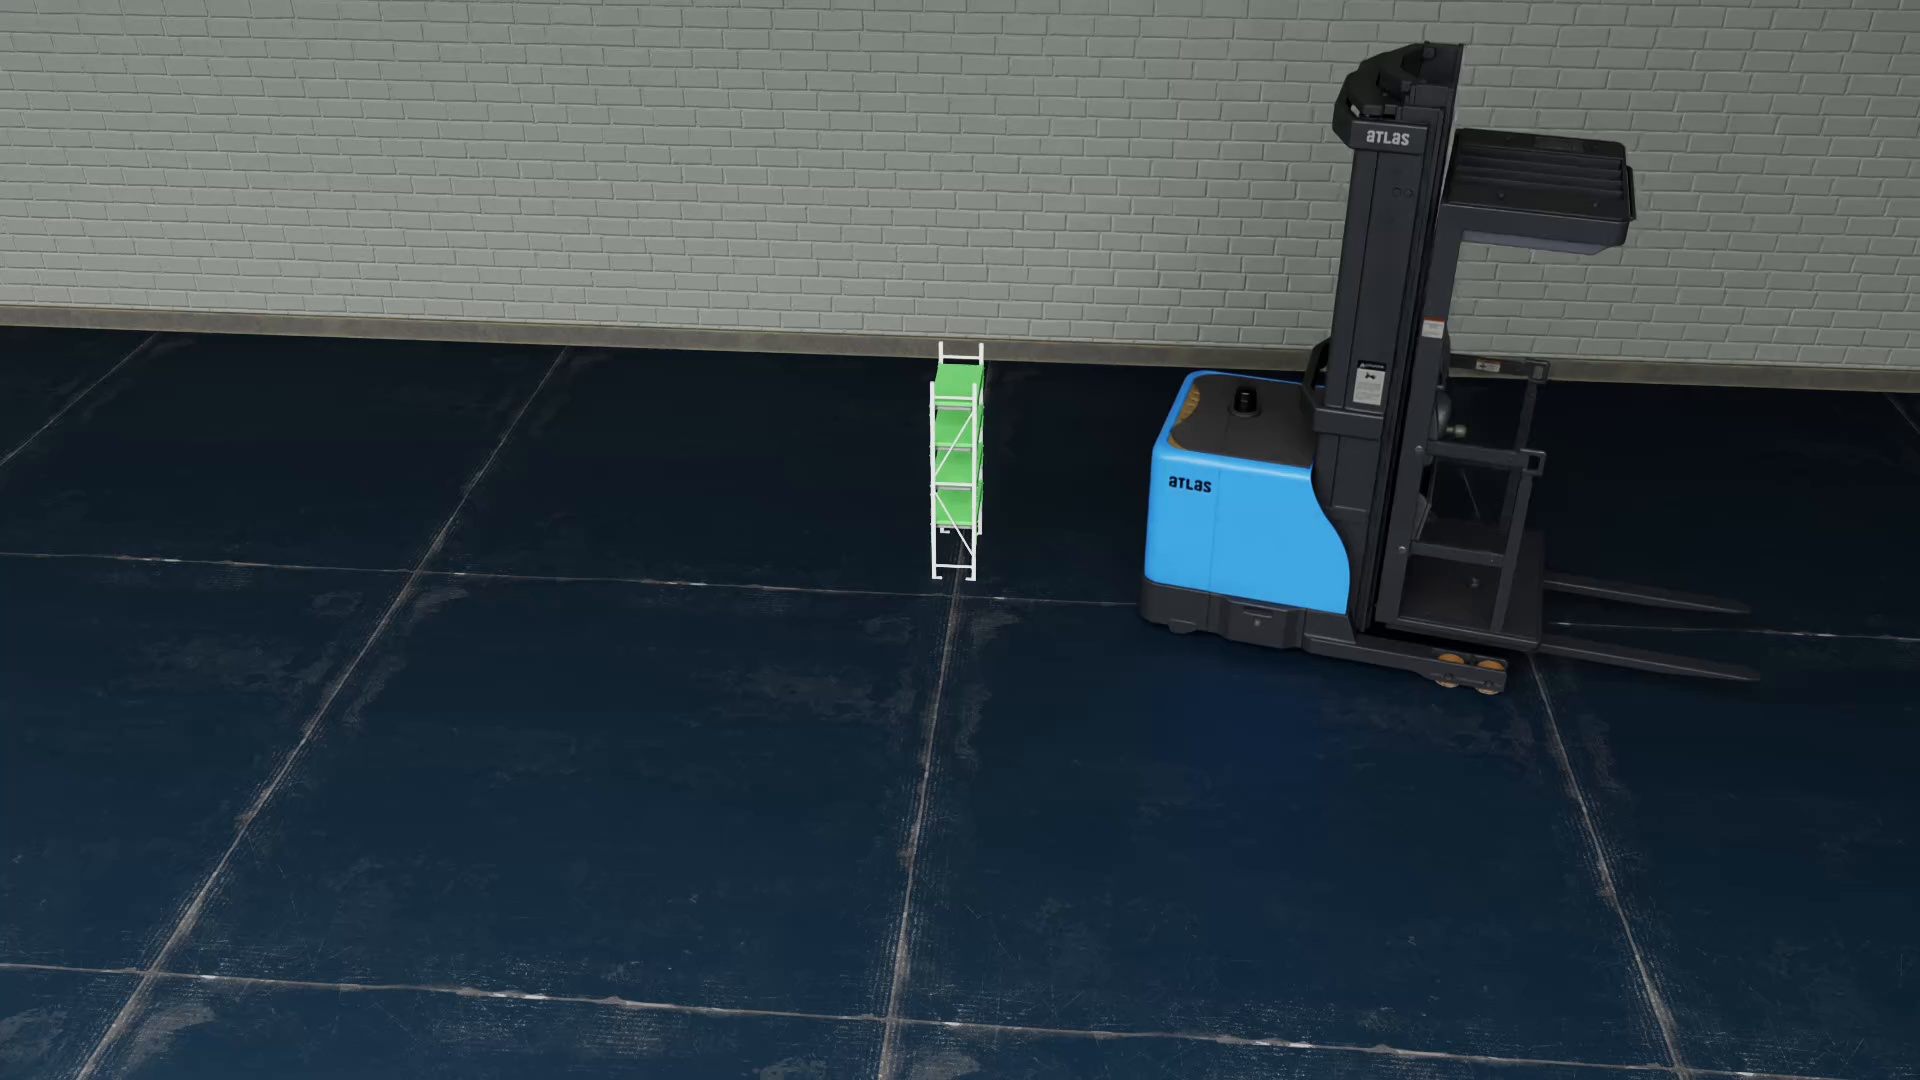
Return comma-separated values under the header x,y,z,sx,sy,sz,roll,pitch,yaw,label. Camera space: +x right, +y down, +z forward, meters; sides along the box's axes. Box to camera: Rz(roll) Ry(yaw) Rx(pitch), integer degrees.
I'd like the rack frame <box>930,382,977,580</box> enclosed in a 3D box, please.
x,y,z,sx,sy,sz,roll,pitch,yaw,label
-0.033,-0.297,8.868,0.240,1.200,0.015,2,32,4,rack frame

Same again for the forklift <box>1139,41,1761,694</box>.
x,y,z,sx,sy,sz,roll,pitch,yaw,label
2.519,-0.792,8.022,3.031,2.935,1.130,9,33,15,forklift

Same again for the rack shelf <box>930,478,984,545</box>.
x,y,z,sx,sy,sz,roll,pitch,yaw,label
-0.013,-0.166,9.234,0.258,0.148,0.480,2,32,4,rack shelf

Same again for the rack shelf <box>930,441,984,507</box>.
x,y,z,sx,sy,sz,roll,pitch,yaw,label
-0.013,-0.370,9.109,0.258,0.148,0.480,2,32,4,rack shelf

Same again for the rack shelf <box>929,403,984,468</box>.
x,y,z,sx,sy,sz,roll,pitch,yaw,label
-0.013,-0.574,8.983,0.258,0.148,0.480,2,32,4,rack shelf

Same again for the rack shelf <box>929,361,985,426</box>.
x,y,z,sx,sy,sz,roll,pitch,yaw,label
-0.013,-0.778,8.857,0.258,0.148,0.480,2,32,4,rack shelf

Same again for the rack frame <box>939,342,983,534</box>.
x,y,z,sx,sy,sz,roll,pitch,yaw,label
0.006,-0.552,9.282,0.240,1.200,0.015,2,32,4,rack frame

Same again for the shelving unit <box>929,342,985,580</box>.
x,y,z,sx,sy,sz,roll,pitch,yaw,label
-0.013,-0.424,9.075,0.258,1.200,0.503,2,32,4,shelving unit
